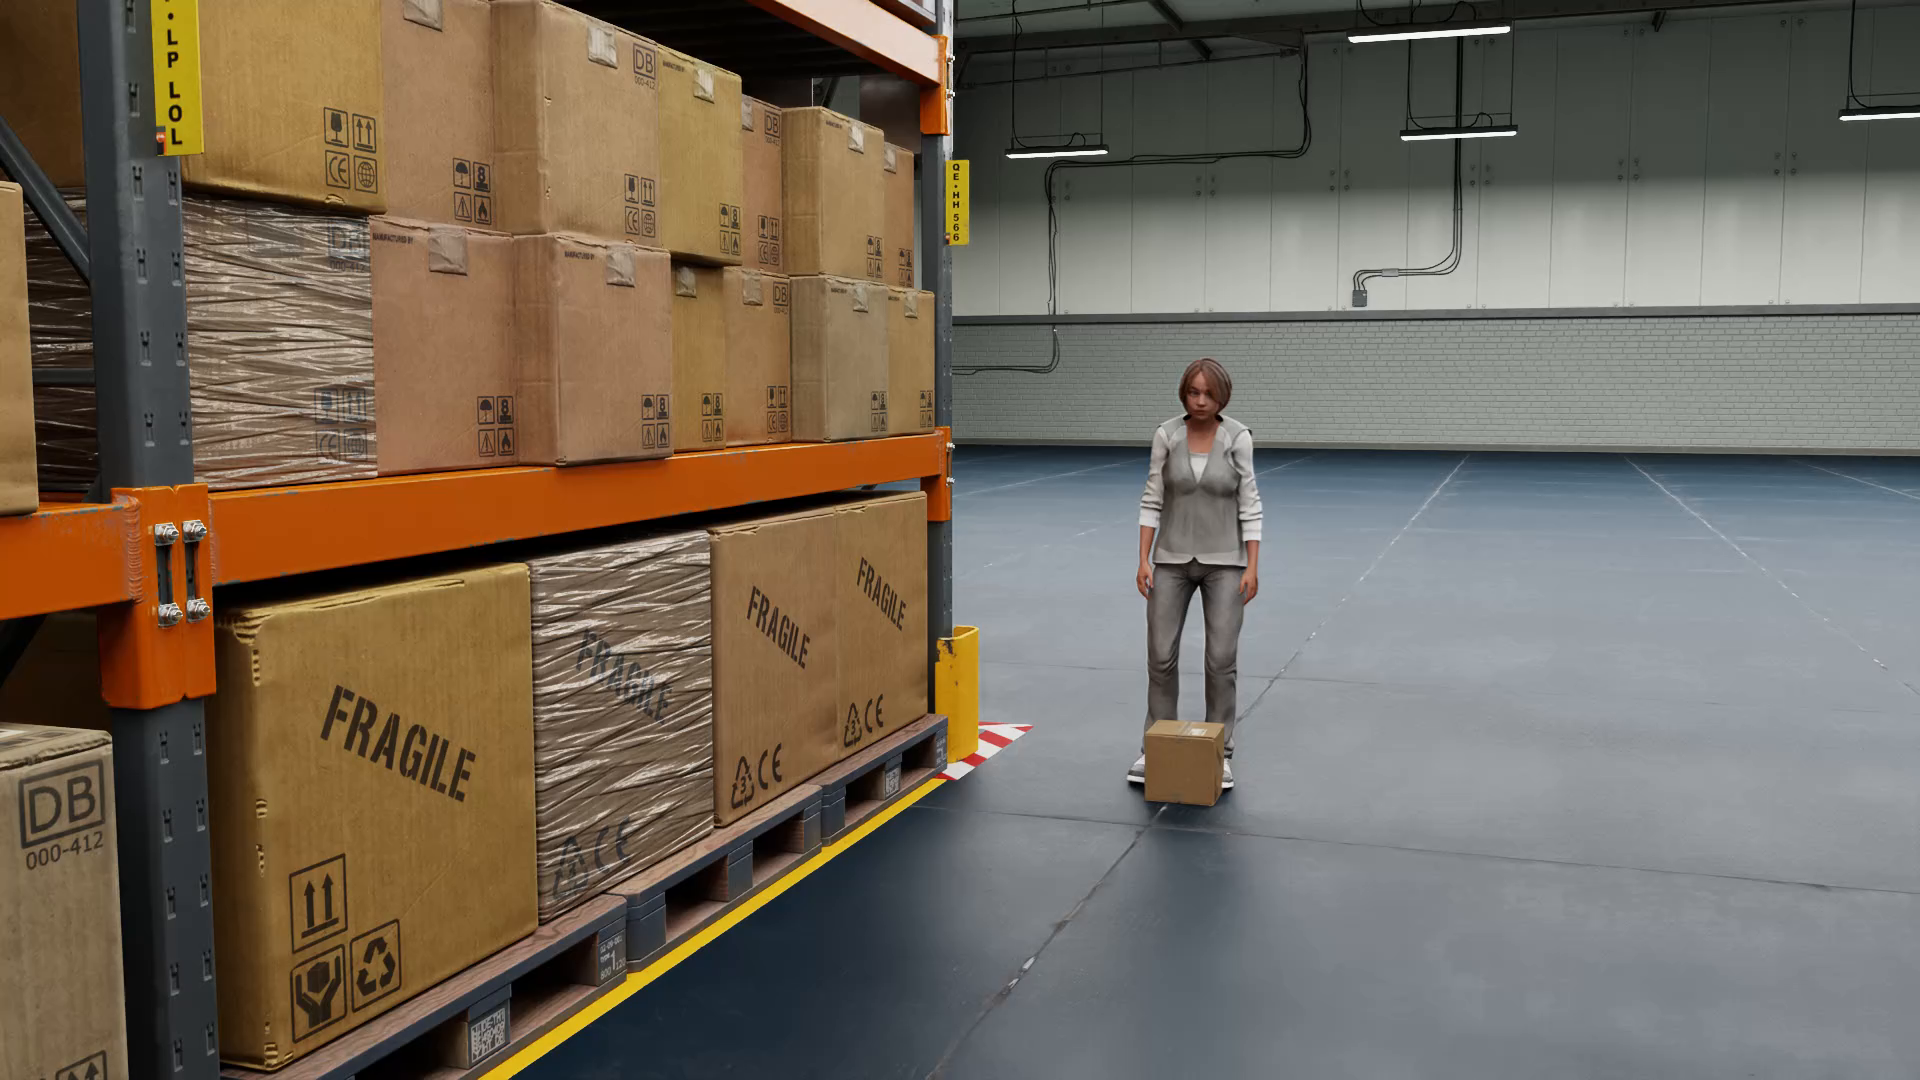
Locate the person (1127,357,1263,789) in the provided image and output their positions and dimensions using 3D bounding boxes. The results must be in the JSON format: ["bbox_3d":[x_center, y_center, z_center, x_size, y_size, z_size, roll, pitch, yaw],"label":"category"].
[{"bbox_3d":[0.885,0.119,6.213,0.476,1.591,0.346,1,6,15],"label":"person"}]
